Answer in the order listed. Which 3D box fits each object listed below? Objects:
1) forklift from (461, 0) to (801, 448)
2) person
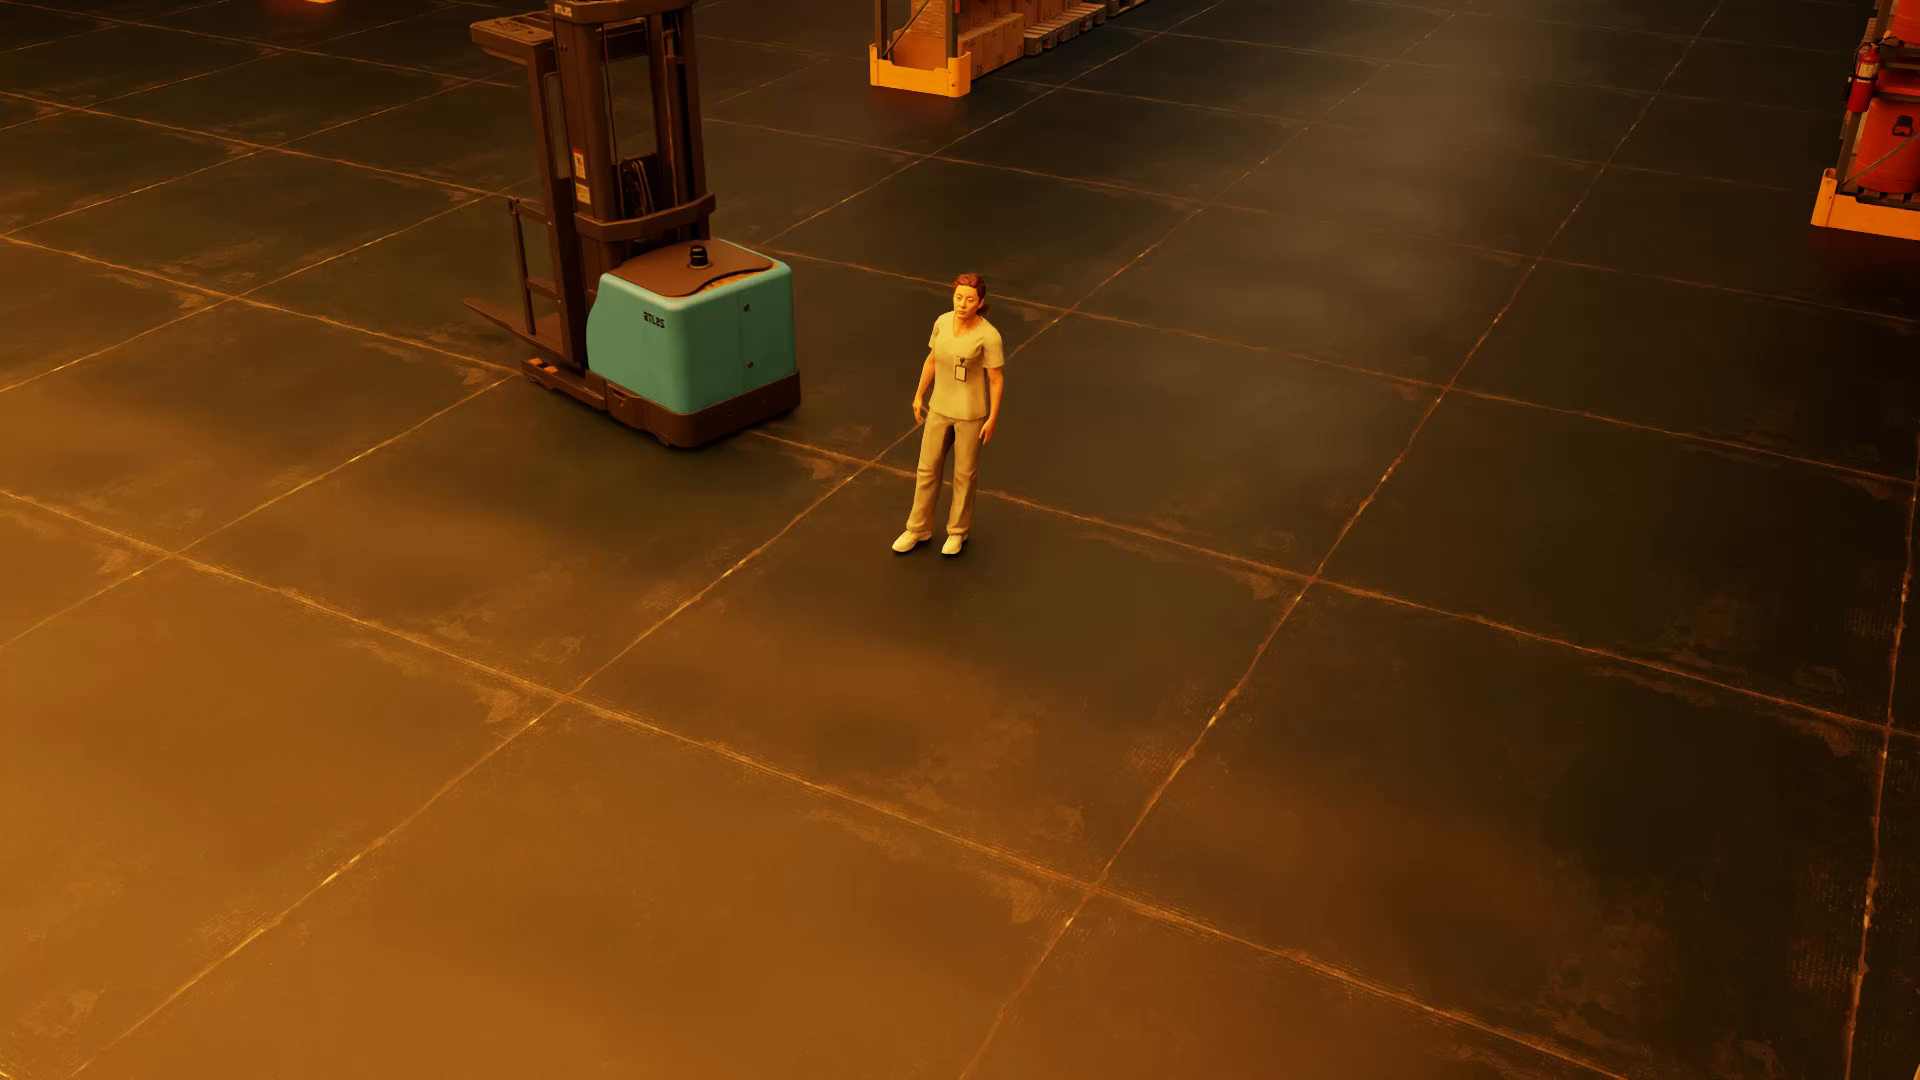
[{"bbox_3d":[-2.508,-2.506,11.413,3.031,2.935,1.130,26,39,37],"label":"forklift"},{"bbox_3d":[-0.048,-0.704,9.530,0.549,1.675,0.549,15,33,25],"label":"person"}]
